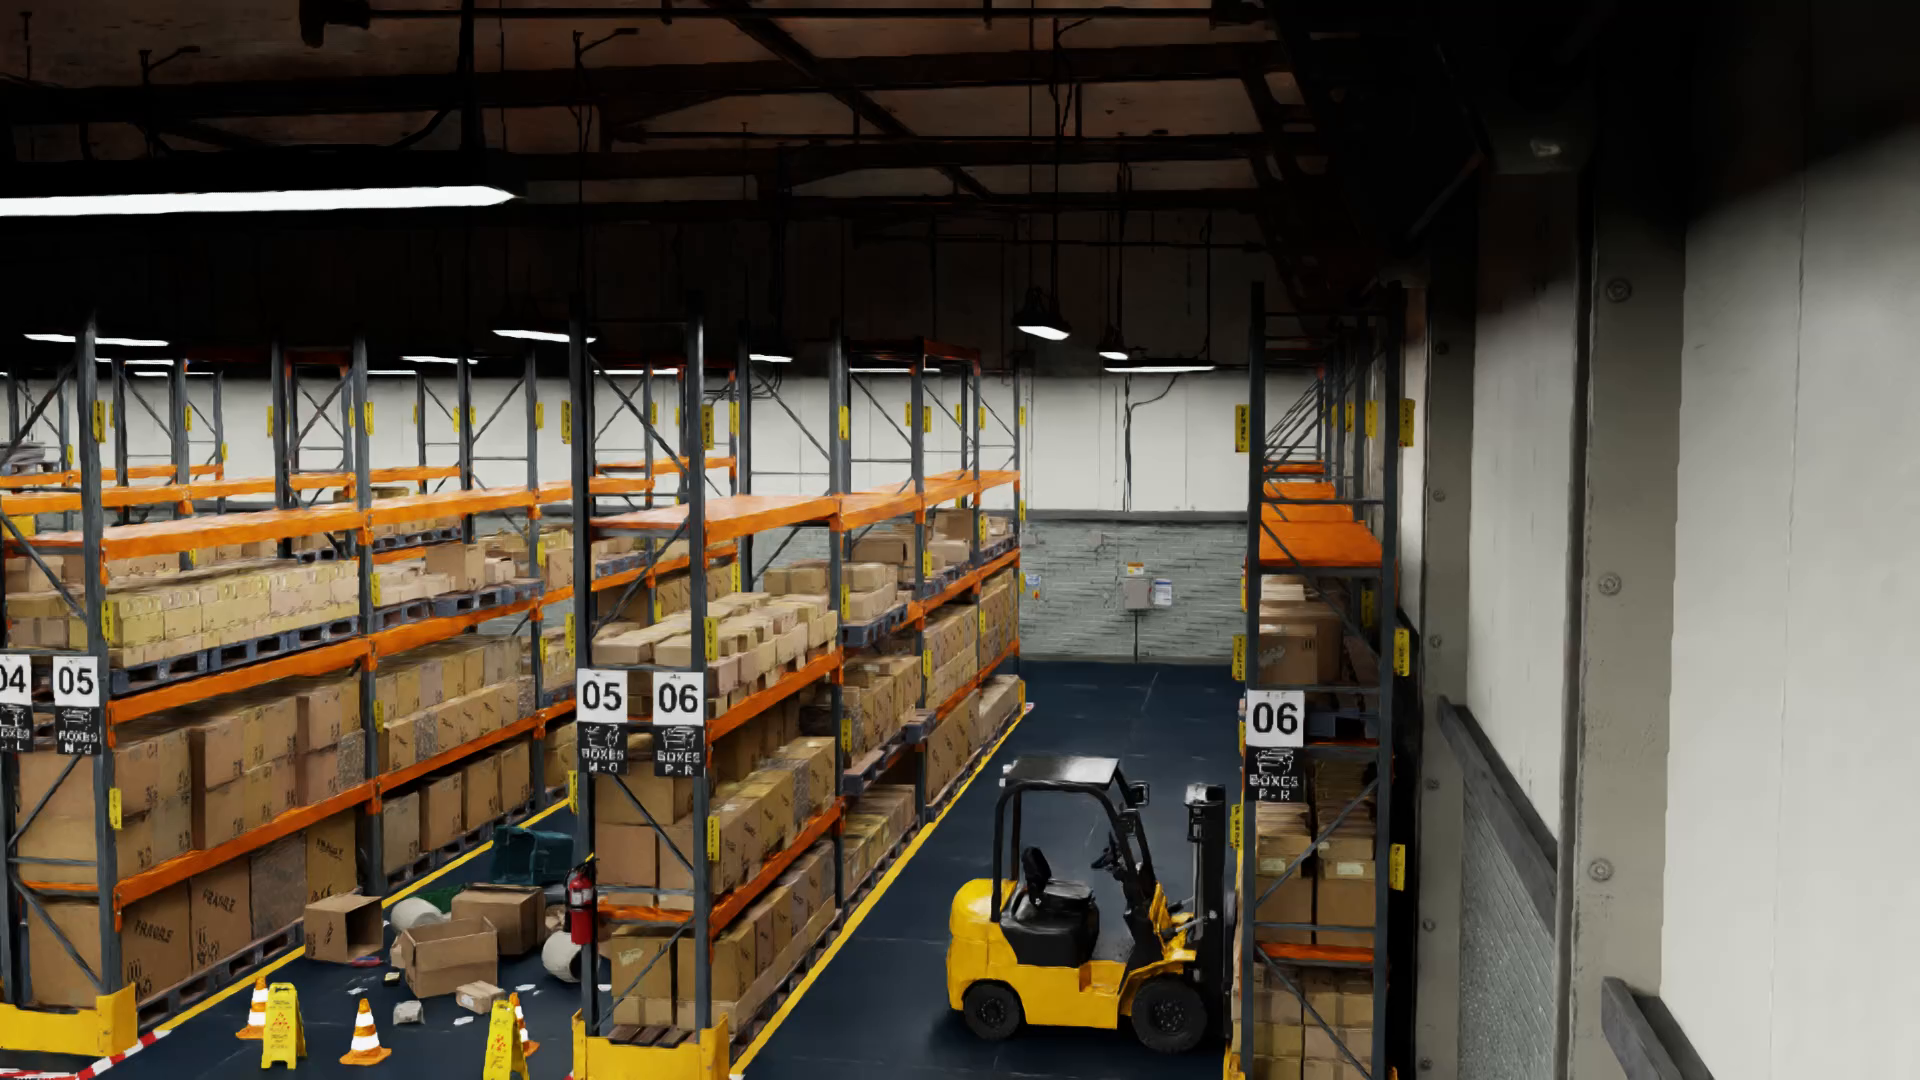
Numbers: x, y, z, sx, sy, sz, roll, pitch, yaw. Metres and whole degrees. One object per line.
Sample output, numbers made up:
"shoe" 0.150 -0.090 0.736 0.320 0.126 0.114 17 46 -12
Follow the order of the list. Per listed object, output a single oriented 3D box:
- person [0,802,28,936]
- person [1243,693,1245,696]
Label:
"person" -9.411 3.004 16.316 0.404 1.681 0.531 -1 5 -13
"person" 5.430 1.919 29.426 0.767 1.771 0.605 -2 5 -18
